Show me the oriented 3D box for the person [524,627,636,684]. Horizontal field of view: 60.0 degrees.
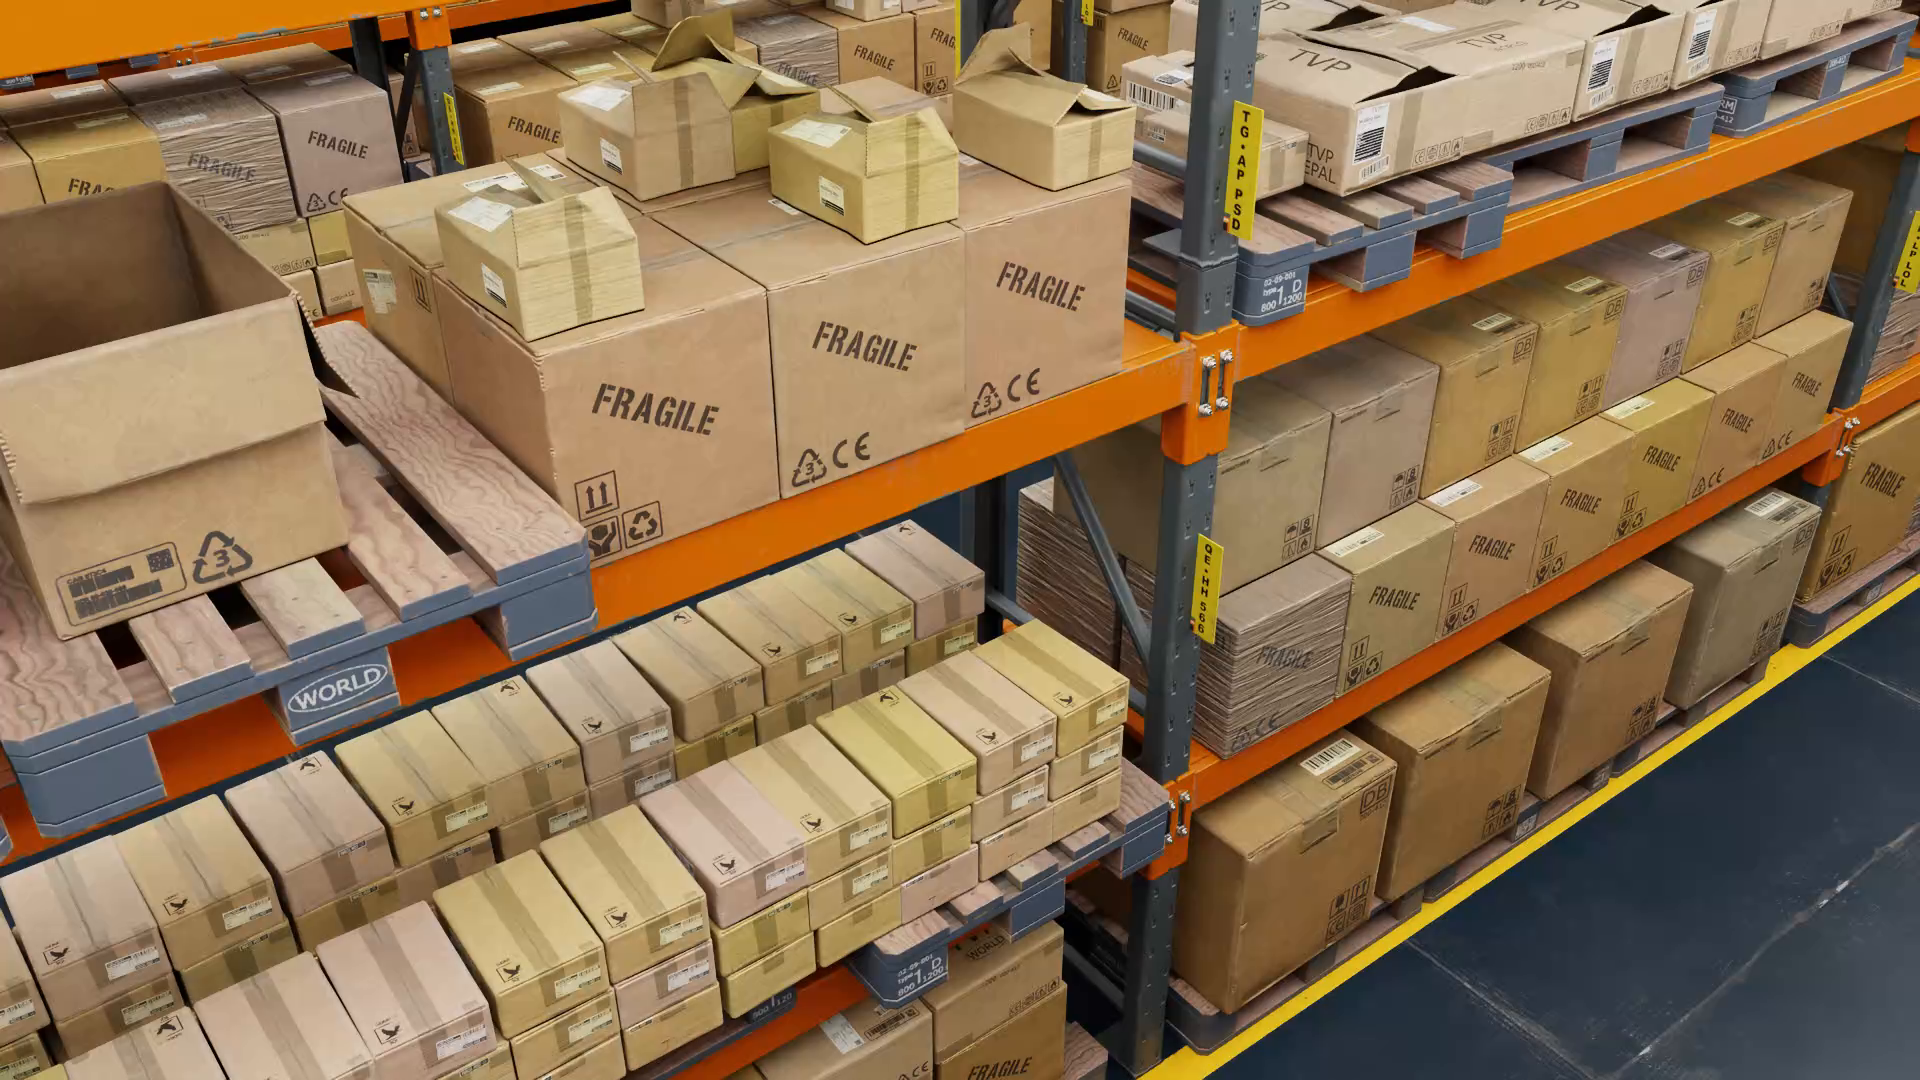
[{"bbox_3d":[-1.323,0.795,6.603,0.862,0.905,0.476,-24,40,-33],"label":"person"}]
